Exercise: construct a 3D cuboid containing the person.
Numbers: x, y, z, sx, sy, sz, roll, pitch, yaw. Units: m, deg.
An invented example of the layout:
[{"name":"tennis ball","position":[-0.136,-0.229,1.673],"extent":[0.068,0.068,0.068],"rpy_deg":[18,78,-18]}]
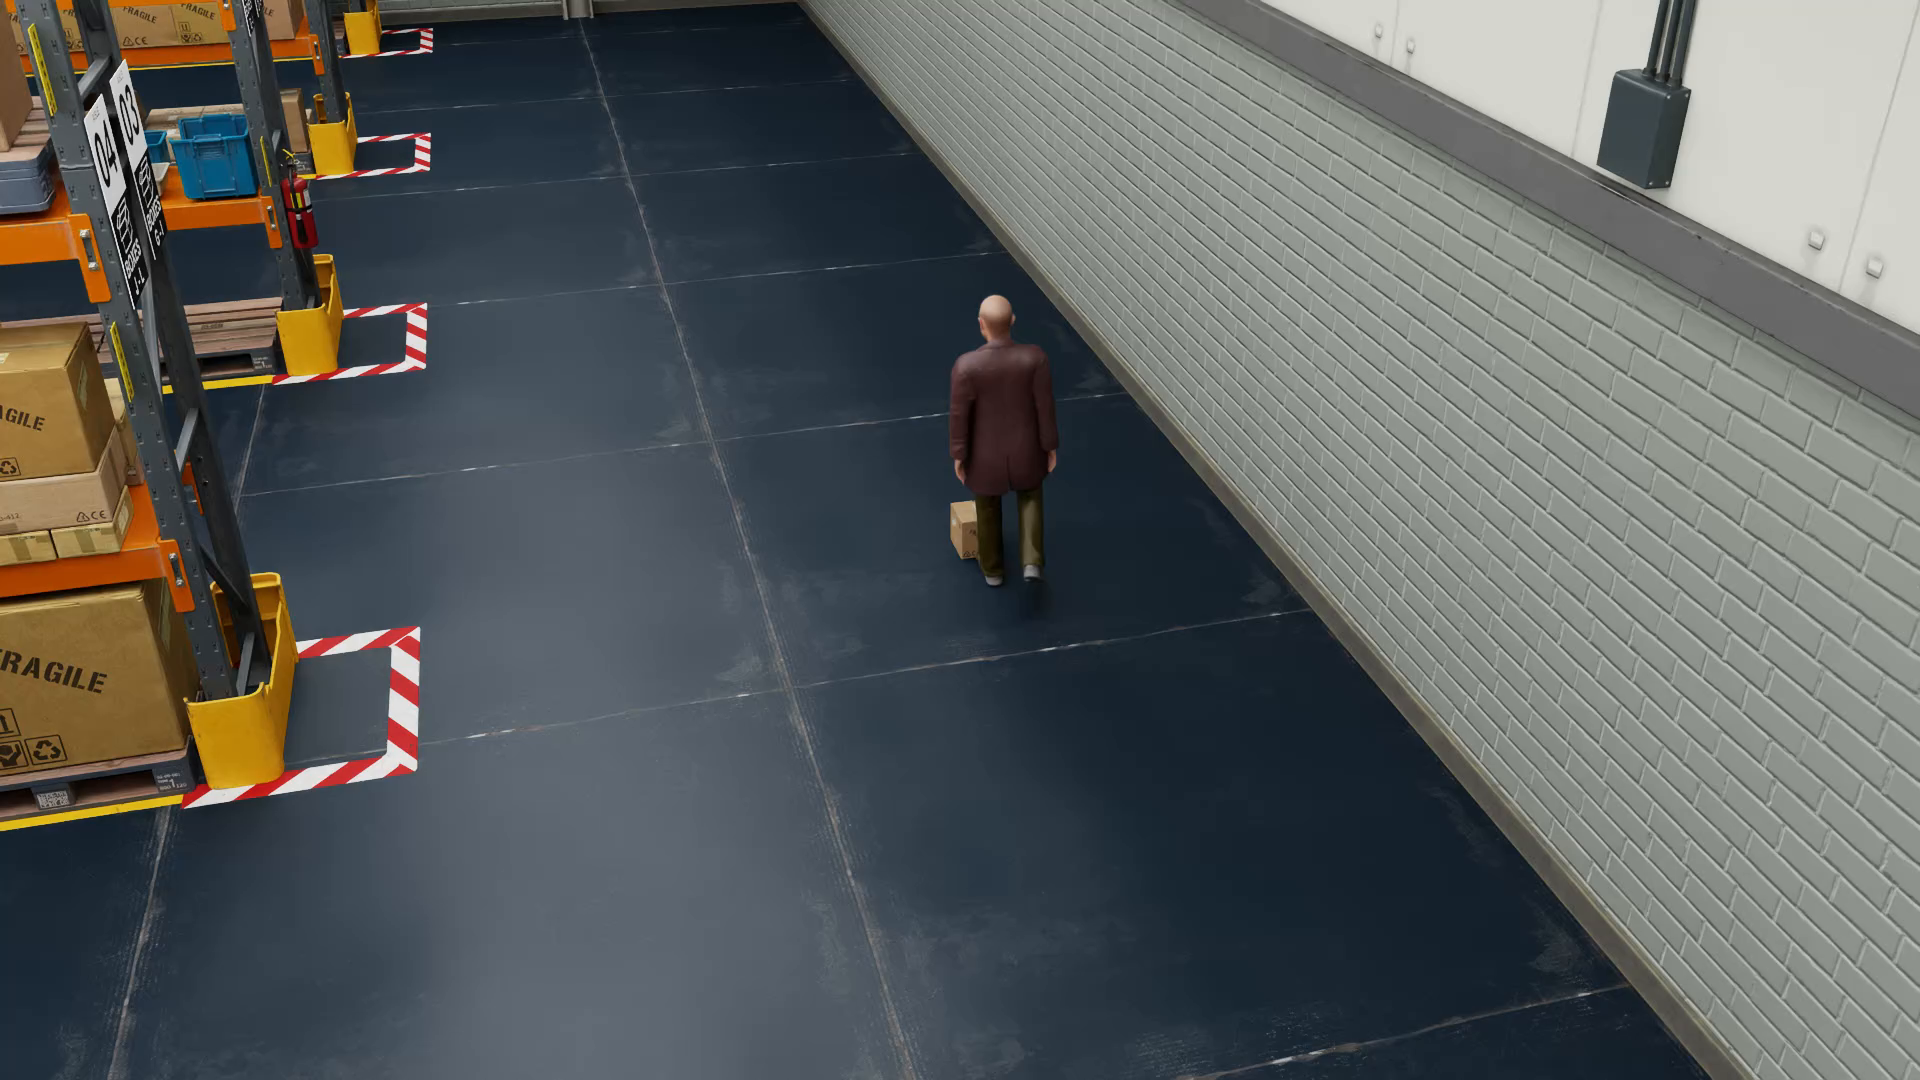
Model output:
[{"name":"person","position":[0.225,-0.528,9.136],"extent":[0.604,1.772,0.632],"rpy_deg":[-4,30,-7]}]
